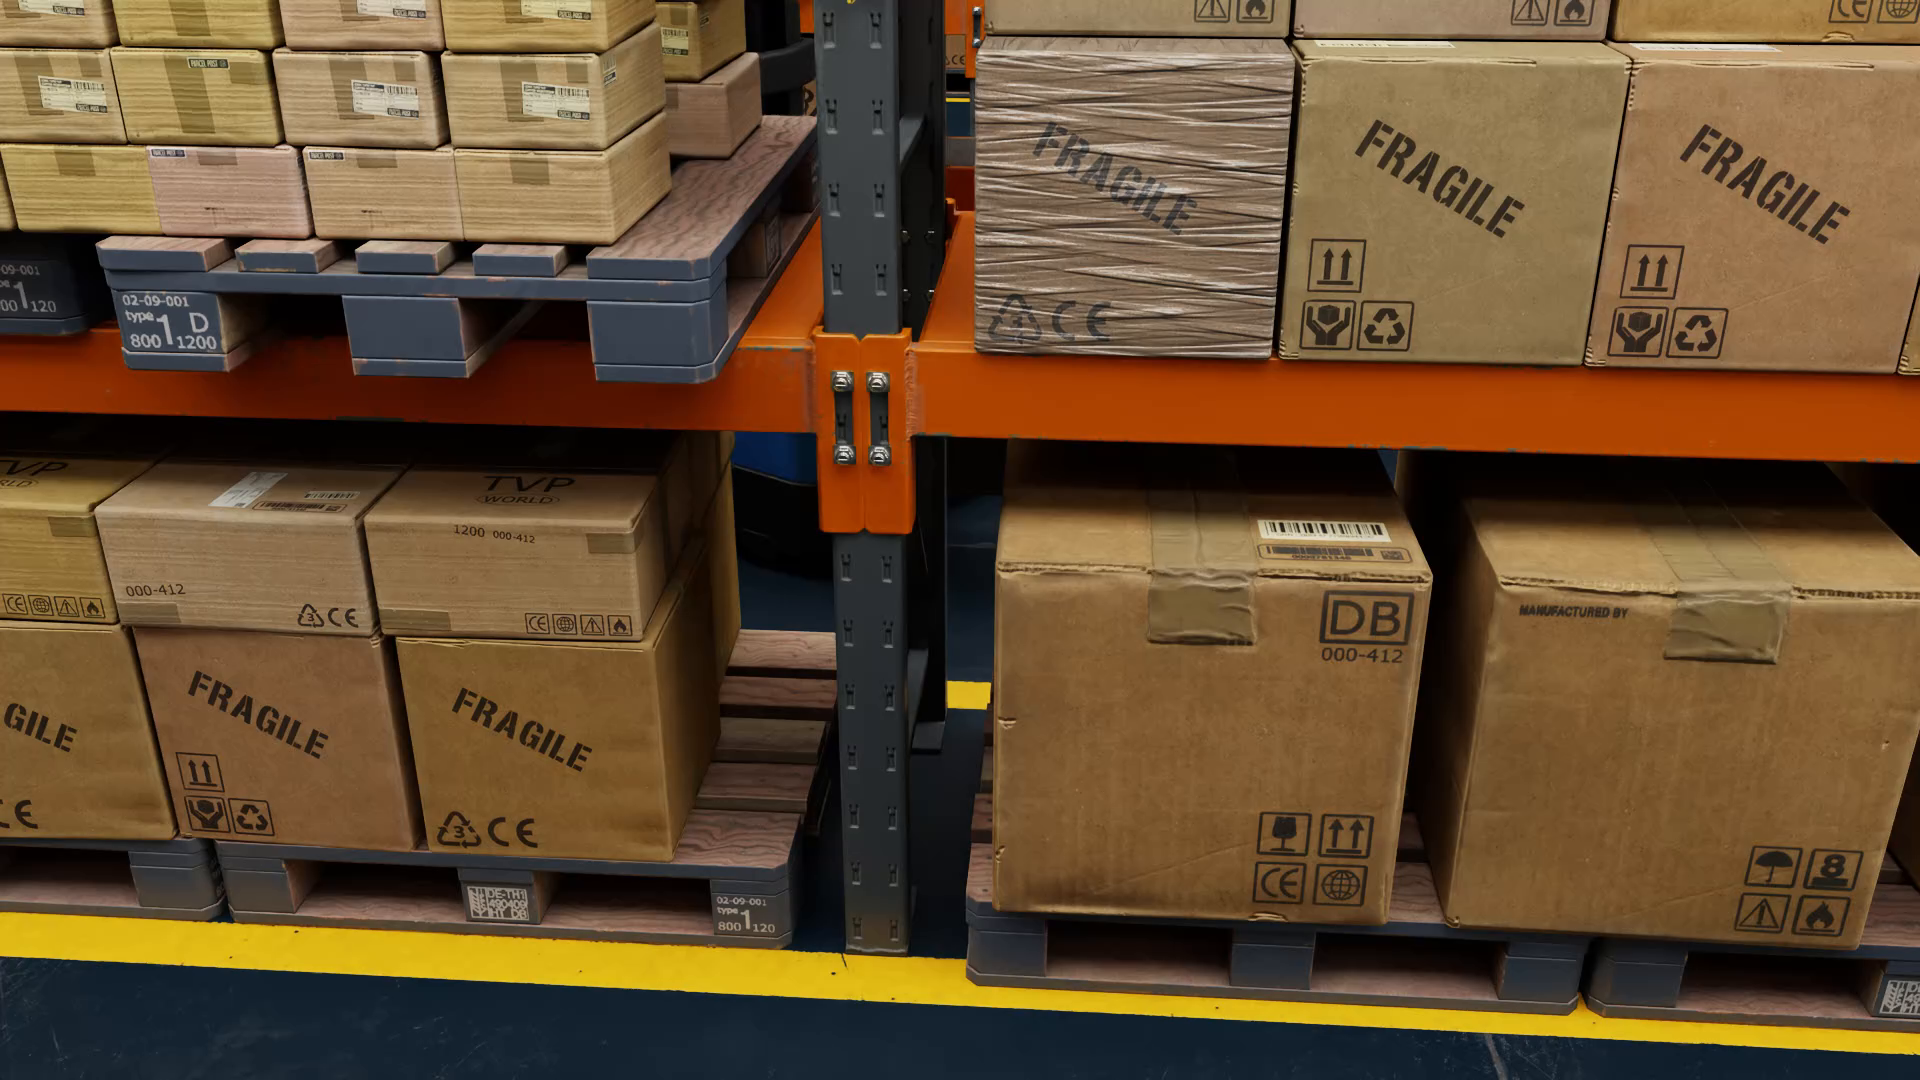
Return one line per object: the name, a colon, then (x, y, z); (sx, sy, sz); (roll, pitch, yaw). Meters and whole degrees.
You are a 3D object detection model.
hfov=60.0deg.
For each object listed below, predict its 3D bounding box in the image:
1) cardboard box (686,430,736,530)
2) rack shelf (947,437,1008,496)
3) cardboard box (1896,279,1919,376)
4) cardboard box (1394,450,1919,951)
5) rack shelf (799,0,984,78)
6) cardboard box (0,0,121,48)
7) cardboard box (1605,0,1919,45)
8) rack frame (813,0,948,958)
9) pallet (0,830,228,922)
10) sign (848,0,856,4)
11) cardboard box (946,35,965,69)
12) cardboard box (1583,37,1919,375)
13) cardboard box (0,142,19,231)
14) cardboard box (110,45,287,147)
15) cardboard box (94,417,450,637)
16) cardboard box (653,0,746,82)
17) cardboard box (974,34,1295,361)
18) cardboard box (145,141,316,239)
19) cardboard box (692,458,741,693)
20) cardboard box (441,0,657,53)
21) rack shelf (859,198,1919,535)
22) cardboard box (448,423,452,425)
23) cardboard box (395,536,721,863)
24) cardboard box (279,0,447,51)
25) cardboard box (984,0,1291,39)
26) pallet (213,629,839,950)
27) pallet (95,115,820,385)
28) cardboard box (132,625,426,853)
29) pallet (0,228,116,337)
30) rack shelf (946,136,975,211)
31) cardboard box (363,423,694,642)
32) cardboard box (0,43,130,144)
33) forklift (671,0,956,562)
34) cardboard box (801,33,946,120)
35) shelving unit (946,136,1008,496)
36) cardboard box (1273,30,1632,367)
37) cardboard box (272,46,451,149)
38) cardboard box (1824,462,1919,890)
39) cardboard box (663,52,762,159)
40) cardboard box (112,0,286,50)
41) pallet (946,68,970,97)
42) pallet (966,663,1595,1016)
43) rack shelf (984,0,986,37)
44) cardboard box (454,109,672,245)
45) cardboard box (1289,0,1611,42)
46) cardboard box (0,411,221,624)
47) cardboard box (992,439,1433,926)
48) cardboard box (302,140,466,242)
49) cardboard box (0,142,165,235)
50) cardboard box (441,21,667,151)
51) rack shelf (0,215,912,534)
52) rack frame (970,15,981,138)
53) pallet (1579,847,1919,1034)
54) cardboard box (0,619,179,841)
cardboard box: (-0.802, -0.239, 3.771); (0.500, 0.250, 0.500); (1, 25, 2)
rack shelf: (0.092, -0.213, 4.907); (0.480, 0.518, 0.431); (5, 25, 11)
cardboard box: (1.801, -0.590, 2.825); (0.500, 0.500, 0.500); (2, 25, 3)
cardboard box: (1.340, 0.195, 3.427); (0.750, 0.750, 1.050); (2, 25, 5)
rack shelf: (-1.848, -2.523, 8.006); (4.000, 0.370, 1.077); (2, 25, 4)
cardboard box: (-1.434, -0.916, 2.738); (0.250, 0.149, 0.380); (3, 25, 6)
cardboard box: (1.330, -1.170, 2.888); (0.500, 0.500, 0.700); (1, 25, 3)
rack frame: (-0.132, -0.720, 3.226); (0.127, 3.000, 1.000); (2, 25, 4)
pallet: (-2.125, 0.481, 3.952); (1.213, 0.211, 1.003); (2, 25, 4)
sign: (-0.165, -0.983, 2.508); (0.005, 0.325, 0.100); (2, 25, 4)
cardboard box: (0.084, -3.834, 12.482); (0.500, 0.500, 0.500); (3, 25, 6)
cardboard box: (1.304, -0.607, 2.861); (0.500, 0.500, 0.500); (2, 25, 4)
cardboard box: (-1.680, -0.655, 2.883); (0.250, 0.149, 0.380); (1, 25, 2)
cardboard box: (-1.189, -0.773, 2.784); (0.250, 0.149, 0.380); (2, 25, 5)
cardboard box: (-1.339, -0.040, 3.339); (0.500, 0.250, 0.500); (2, 25, 5)
cardboard box: (-0.599, -1.031, 3.344); (0.250, 0.149, 0.380); (3, 25, 6)
cardboard box: (0.294, -0.638, 2.929); (0.500, 0.500, 0.500); (2, 25, 5)
cardboard box: (-1.163, -0.638, 2.845); (0.250, 0.149, 0.380); (2, 25, 5)
cardboard box: (-0.818, 0.096, 3.941); (0.500, 0.500, 0.500); (1, 25, 2)
cardboard box: (-0.656, -0.891, 2.685); (0.250, 0.149, 0.380); (1, 25, 2)
rack shelf: (1.862, -0.329, 3.237); (4.000, 0.370, 1.077); (2, 25, 4)
cardboard box: (-1.307, -0.255, 3.807); (0.500, 0.250, 0.500); (2, 25, 3)
cardboard box: (-0.809, 0.313, 3.470); (0.500, 0.500, 0.500); (2, 25, 4)
cardboard box: (-0.906, -0.900, 2.705); (0.250, 0.149, 0.380); (2, 25, 3)
cardboard box: (0.314, -1.201, 2.956); (0.500, 0.500, 0.700); (2, 25, 4)
pallet: (-0.912, 0.521, 3.865); (1.213, 0.211, 1.003); (2, 25, 4)
pallet: (-0.851, -0.611, 3.219); (1.003, 0.211, 1.213); (2, 25, 4)
cardboard box: (-1.326, 0.295, 3.509); (0.500, 0.500, 0.500); (3, 25, 6)
pallet: (-2.109, -0.679, 3.367); (1.213, 0.211, 1.003); (2, 25, 4)
rack shelf: (0.092, -0.848, 4.615); (0.480, 0.518, 0.431); (5, 25, 11)
cardboard box: (-0.834, -0.028, 3.314); (0.500, 0.250, 0.500); (1, 25, 3)
cardboard box: (-1.438, -0.781, 2.801); (0.250, 0.149, 0.380); (2, 25, 4)
forklift: (-1.334, -1.736, 5.516); (3.031, 2.935, 1.130); (17, 29, 32)
cardboard box: (-0.537, -2.069, 8.196); (0.875, 0.875, 0.875); (2, 25, 4)
shelving unit: (0.092, -0.861, 4.609); (0.503, 2.100, 0.431); (5, 25, 11)
cardboard box: (0.802, -0.623, 2.897); (0.500, 0.500, 0.500); (2, 25, 3)
cardboard box: (-0.926, -0.766, 2.768); (0.250, 0.149, 0.380); (3, 25, 6)
cardboard box: (2.268, 0.224, 3.363); (0.750, 0.750, 1.050); (2, 25, 4)
cardboard box: (-0.563, -0.895, 3.405); (0.250, 0.149, 0.380); (2, 25, 3)
cardboard box: (-1.168, -0.909, 2.723); (0.250, 0.149, 0.380); (3, 25, 6)
pallet: (-0.220, -3.628, 12.882); (1.213, 0.211, 1.003); (2, 25, 4)
pallet: (0.648, 0.603, 3.686); (1.213, 0.211, 1.003); (2, 25, 4)
rack shelf: (2.140, -2.395, 7.728); (4.000, 0.370, 1.077); (2, 25, 4)
cardboard box: (-0.660, -0.621, 2.809); (0.250, 0.149, 0.380); (2, 25, 5)
cardboard box: (0.819, -1.185, 2.922); (0.500, 0.500, 0.700); (1, 25, 3)
cardboard box: (-1.844, -0.063, 3.389); (0.500, 0.250, 0.500); (2, 25, 5)
cardboard box: (0.468, 0.168, 3.485); (0.750, 0.750, 1.050); (2, 25, 3)
cardboard box: (-0.907, -0.629, 2.828); (0.250, 0.149, 0.380); (2, 25, 4)
cardboard box: (-1.412, -0.647, 2.866); (0.250, 0.149, 0.380); (2, 25, 3)
cardboard box: (-0.660, -0.758, 2.751); (0.250, 0.149, 0.380); (2, 25, 5)
rack shelf: (-2.127, -0.457, 3.516); (4.000, 0.370, 1.077); (2, 25, 4)
rack frame: (0.146, -2.786, 7.717); (0.127, 3.000, 1.000); (2, 25, 4)
pallet: (1.861, 0.644, 3.599); (1.213, 0.211, 1.003); (2, 25, 4)
cardboard box: (-1.855, 0.284, 3.531); (0.500, 0.500, 0.500); (1, 25, 2)
